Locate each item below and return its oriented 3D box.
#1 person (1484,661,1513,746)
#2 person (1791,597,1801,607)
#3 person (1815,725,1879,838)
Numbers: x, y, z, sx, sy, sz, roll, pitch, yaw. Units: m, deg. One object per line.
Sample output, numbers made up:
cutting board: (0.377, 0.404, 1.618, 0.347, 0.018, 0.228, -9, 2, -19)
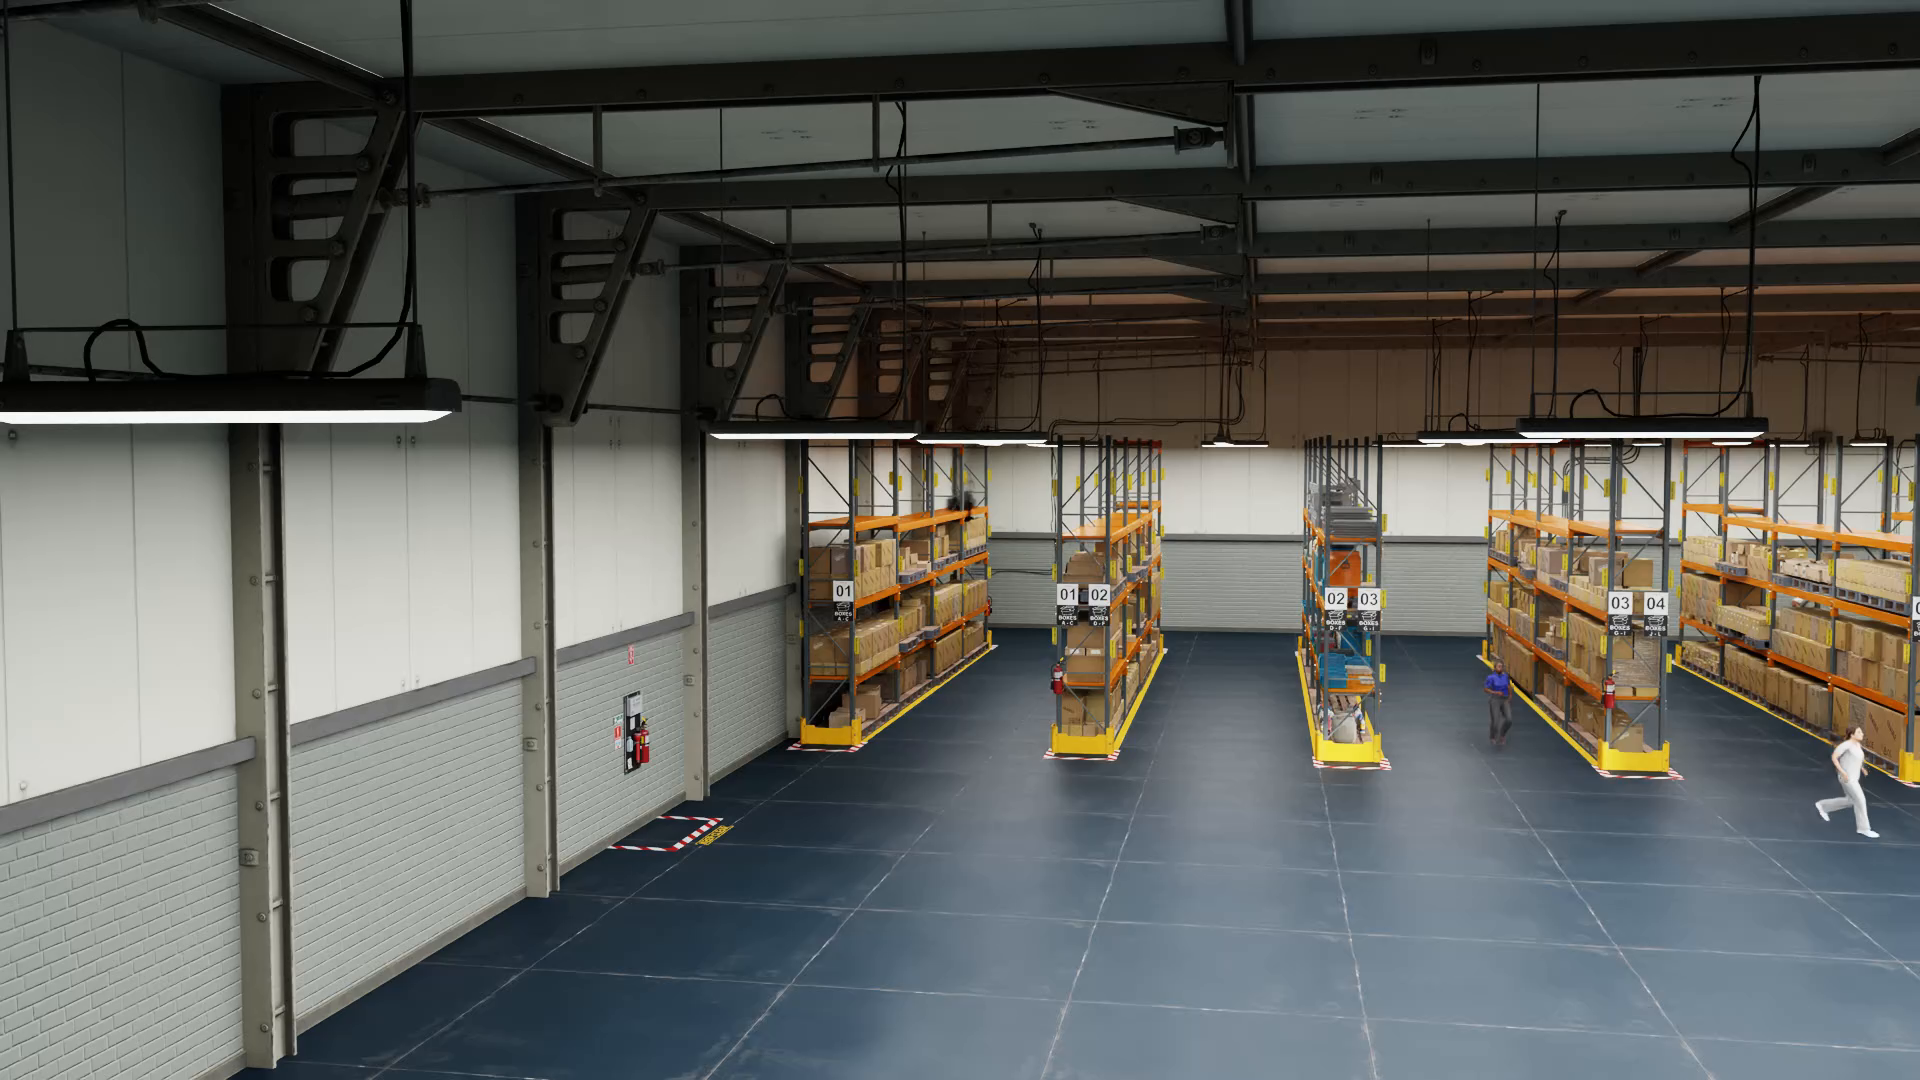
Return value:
person: (10.409, 3.163, 32.083, 0.637, 1.648, 0.610, 0, 3, -9)
person: (22.621, 2.416, 45.027, 0.780, 1.748, 0.663, 0, 3, 4)
person: (13.237, 3.564, 24.830, 0.588, 1.655, 0.893, -3, 4, -40)
